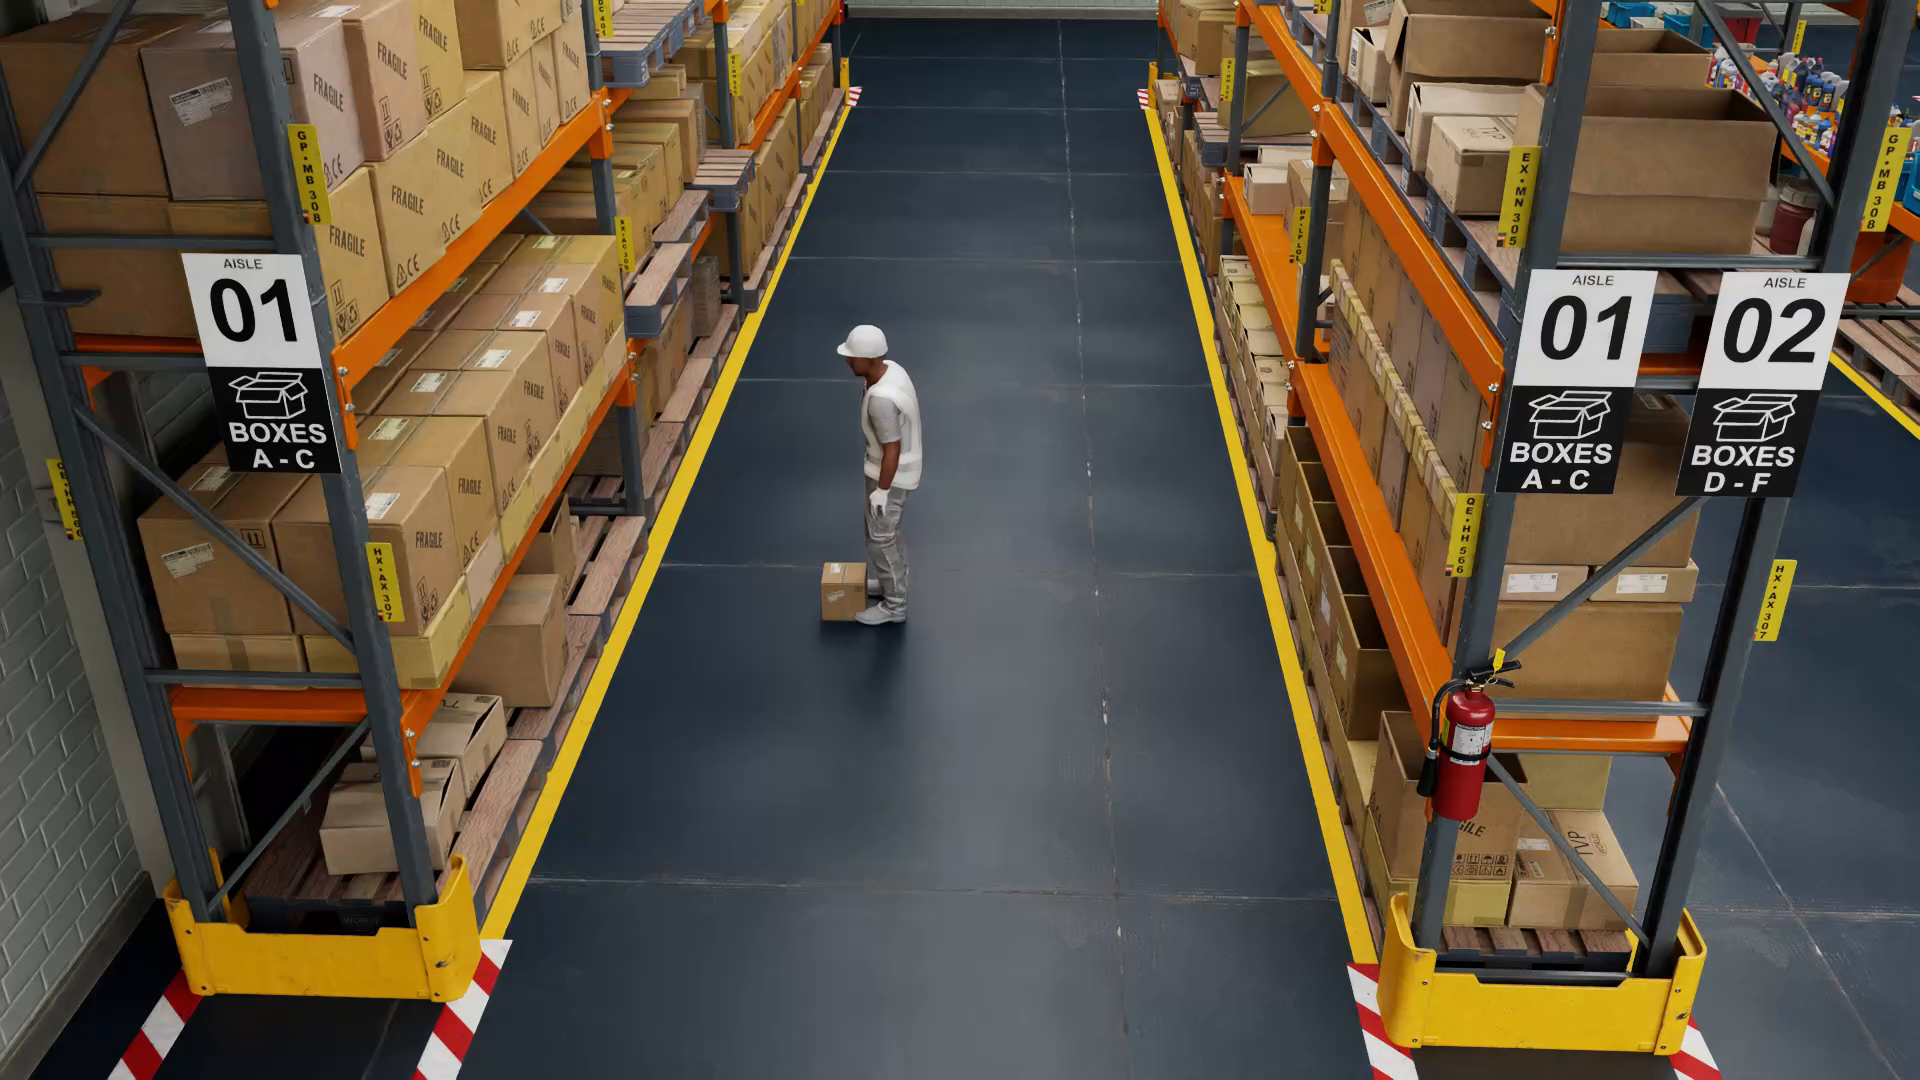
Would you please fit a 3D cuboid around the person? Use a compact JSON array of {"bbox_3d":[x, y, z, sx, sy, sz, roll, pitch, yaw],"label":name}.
[{"bbox_3d":[-0.436,-0.374,9.323,0.452,1.772,0.615,0,28,0],"label":"person"}]
